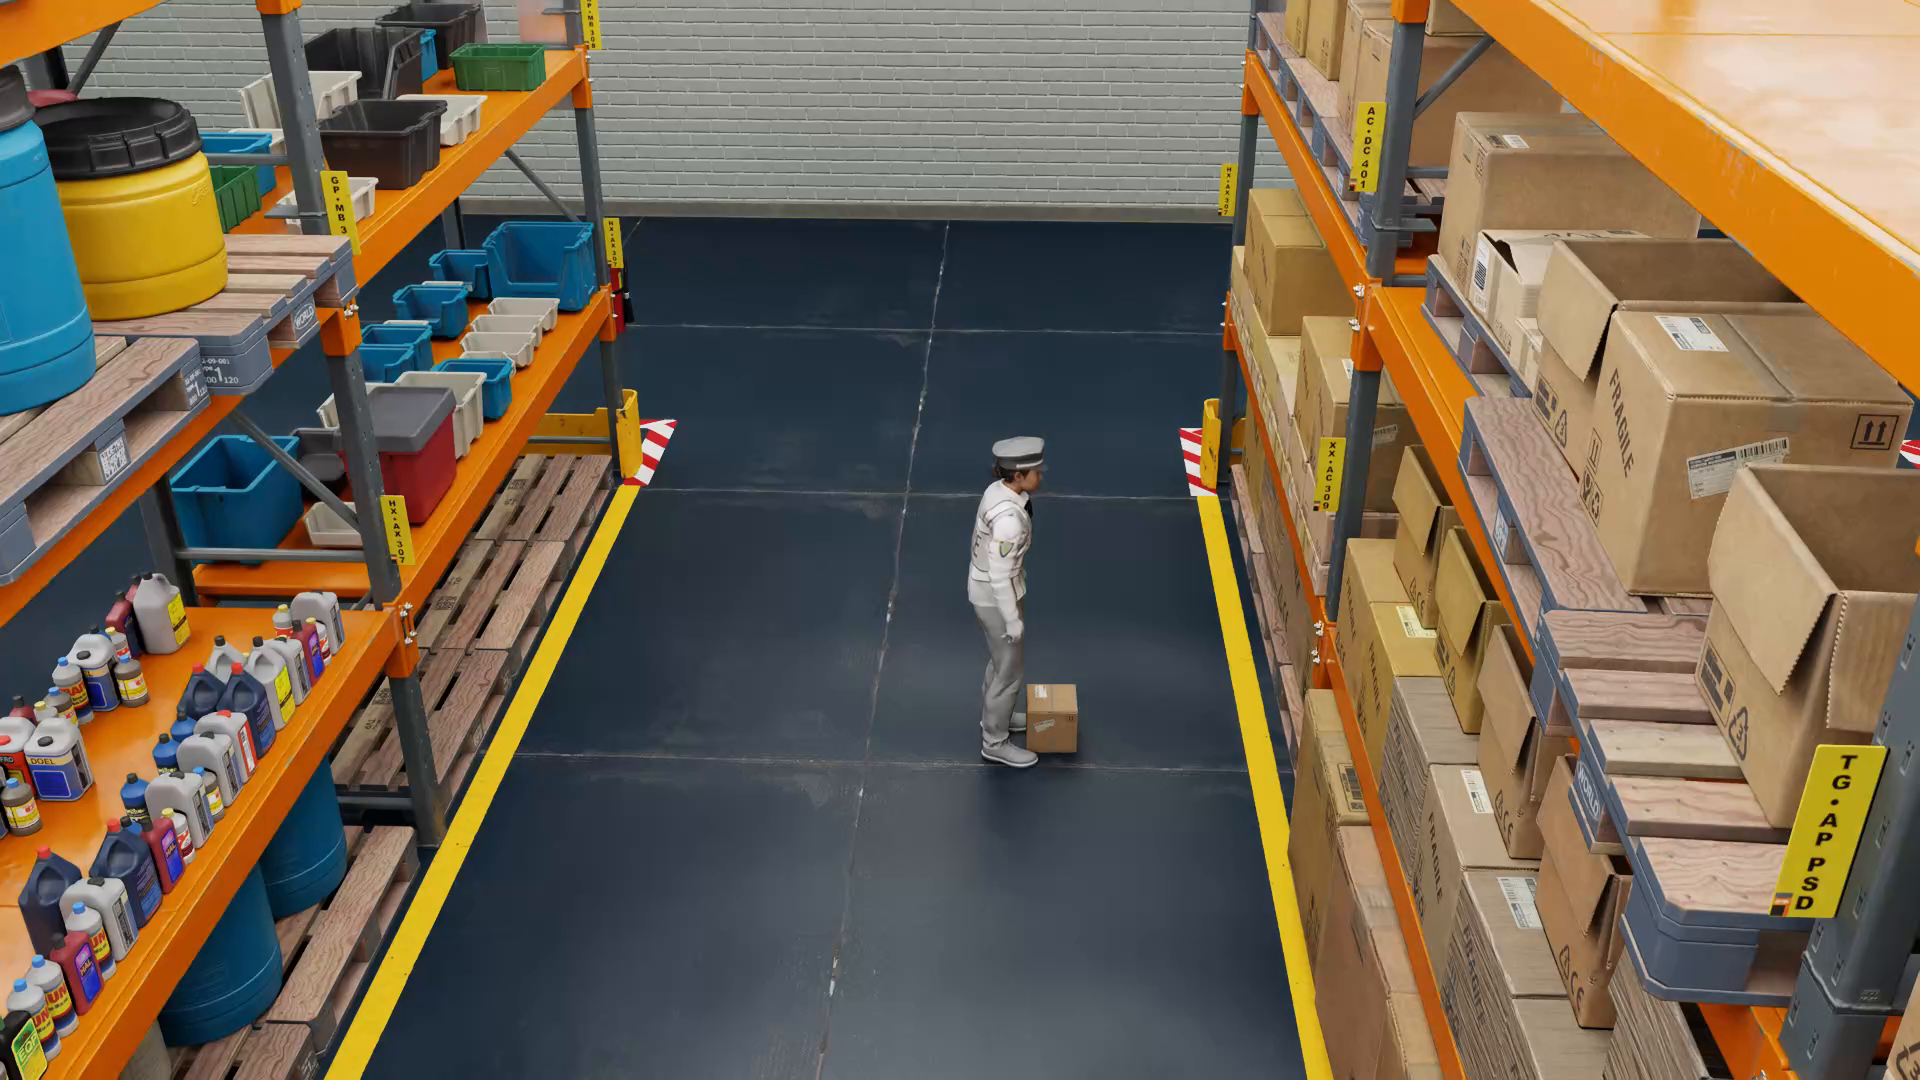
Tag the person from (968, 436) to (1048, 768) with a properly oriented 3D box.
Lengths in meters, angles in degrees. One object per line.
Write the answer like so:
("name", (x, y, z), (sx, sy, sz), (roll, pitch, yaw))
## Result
("person", (0.225, 0.282, 8.091), (0.372, 1.663, 0.528), (1, 28, 2))
